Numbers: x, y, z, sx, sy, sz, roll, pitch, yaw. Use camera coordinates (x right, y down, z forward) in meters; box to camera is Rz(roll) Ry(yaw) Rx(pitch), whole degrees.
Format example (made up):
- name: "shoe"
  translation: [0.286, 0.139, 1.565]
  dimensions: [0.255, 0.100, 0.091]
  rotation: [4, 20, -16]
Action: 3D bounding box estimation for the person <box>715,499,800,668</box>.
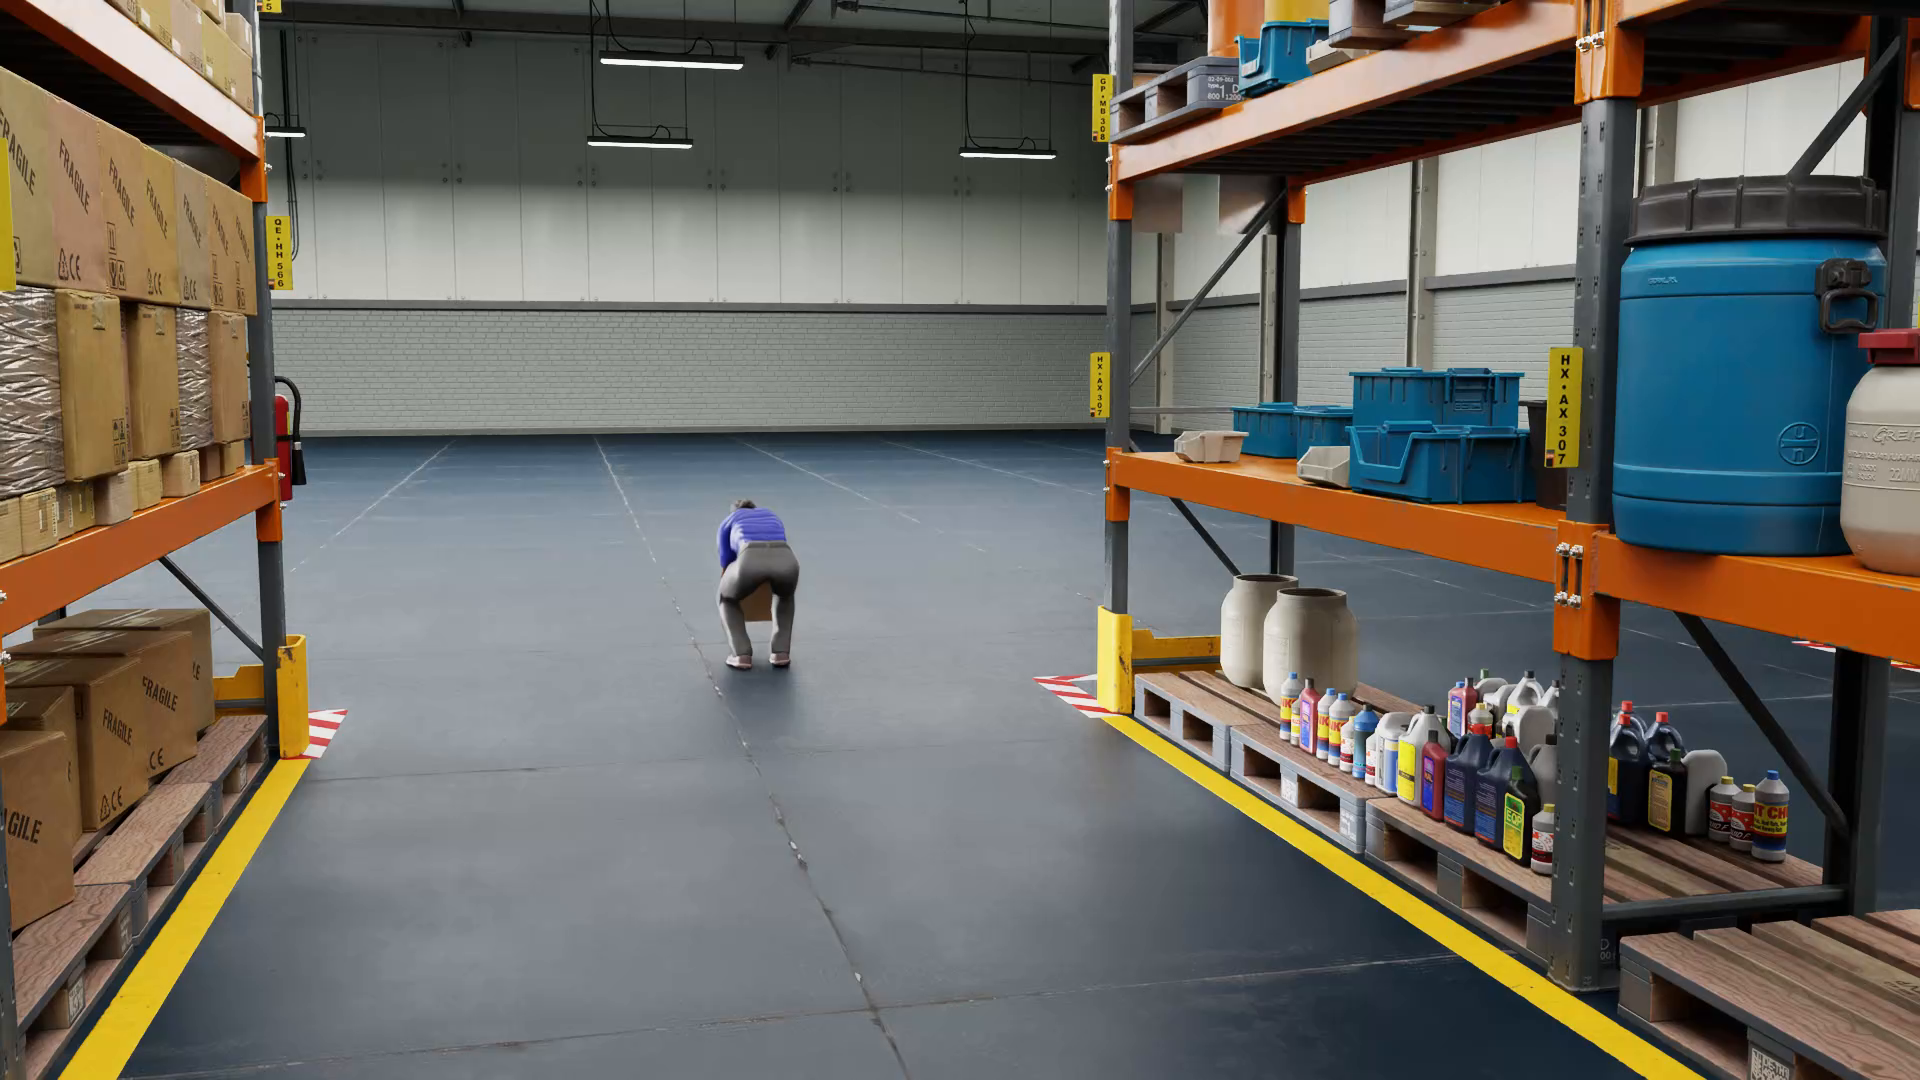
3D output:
- name: "person"
  translation: [-1.195, 0.251, 9.732]
  dimensions: [0.464, 0.943, 0.857]
  rotation: [-2, 6, -16]
